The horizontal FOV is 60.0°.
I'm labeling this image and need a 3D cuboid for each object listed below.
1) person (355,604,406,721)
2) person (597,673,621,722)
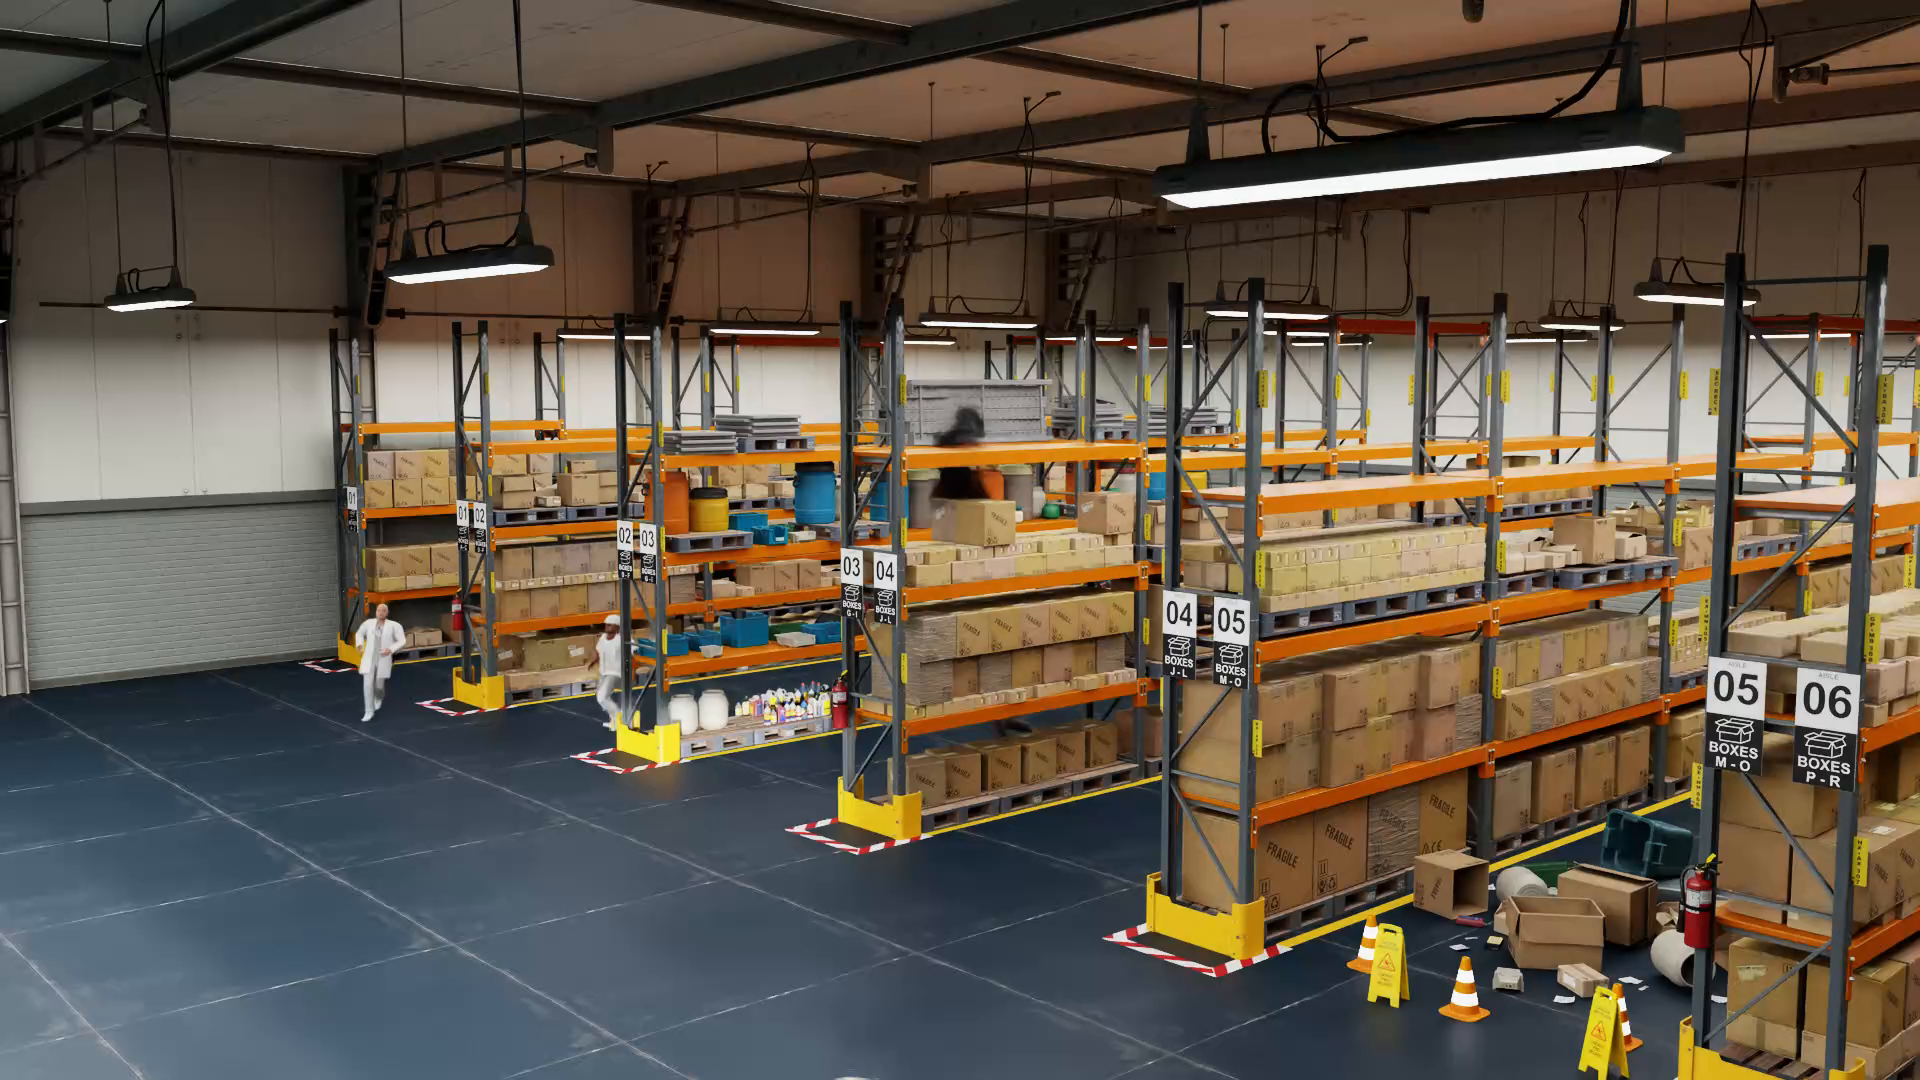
[{"bbox_3d":[-8.800,1.829,25.261,0.752,1.743,0.793,-1,6,-6],"label":"person"},{"bbox_3d":[-5.068,2.264,24.108,0.396,0.866,0.612,5,7,39],"label":"person"}]
